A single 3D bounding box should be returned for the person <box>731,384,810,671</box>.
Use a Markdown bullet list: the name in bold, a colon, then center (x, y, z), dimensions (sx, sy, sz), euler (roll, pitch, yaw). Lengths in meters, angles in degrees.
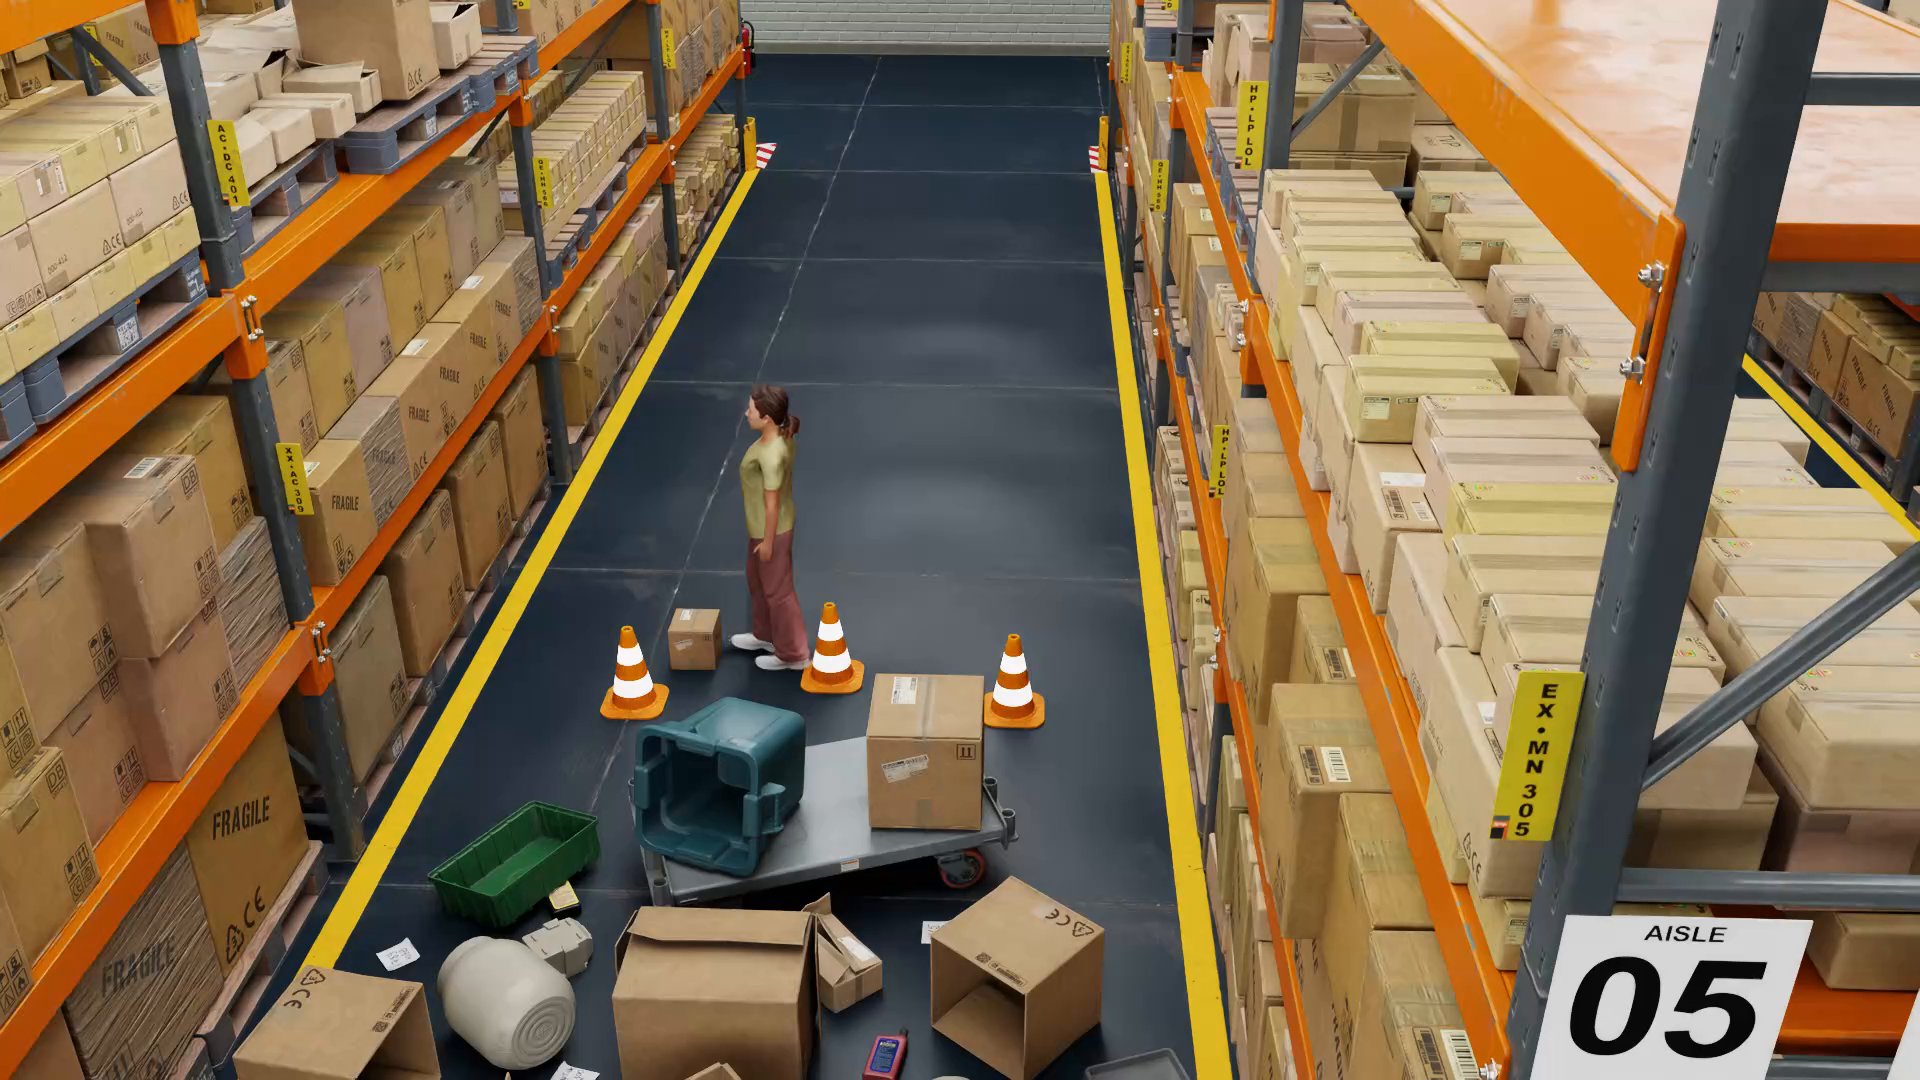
- **person**: center (-1.069, -0.056, 8.967), dimensions (0.471, 1.667, 0.441), euler (1, 28, 2)
